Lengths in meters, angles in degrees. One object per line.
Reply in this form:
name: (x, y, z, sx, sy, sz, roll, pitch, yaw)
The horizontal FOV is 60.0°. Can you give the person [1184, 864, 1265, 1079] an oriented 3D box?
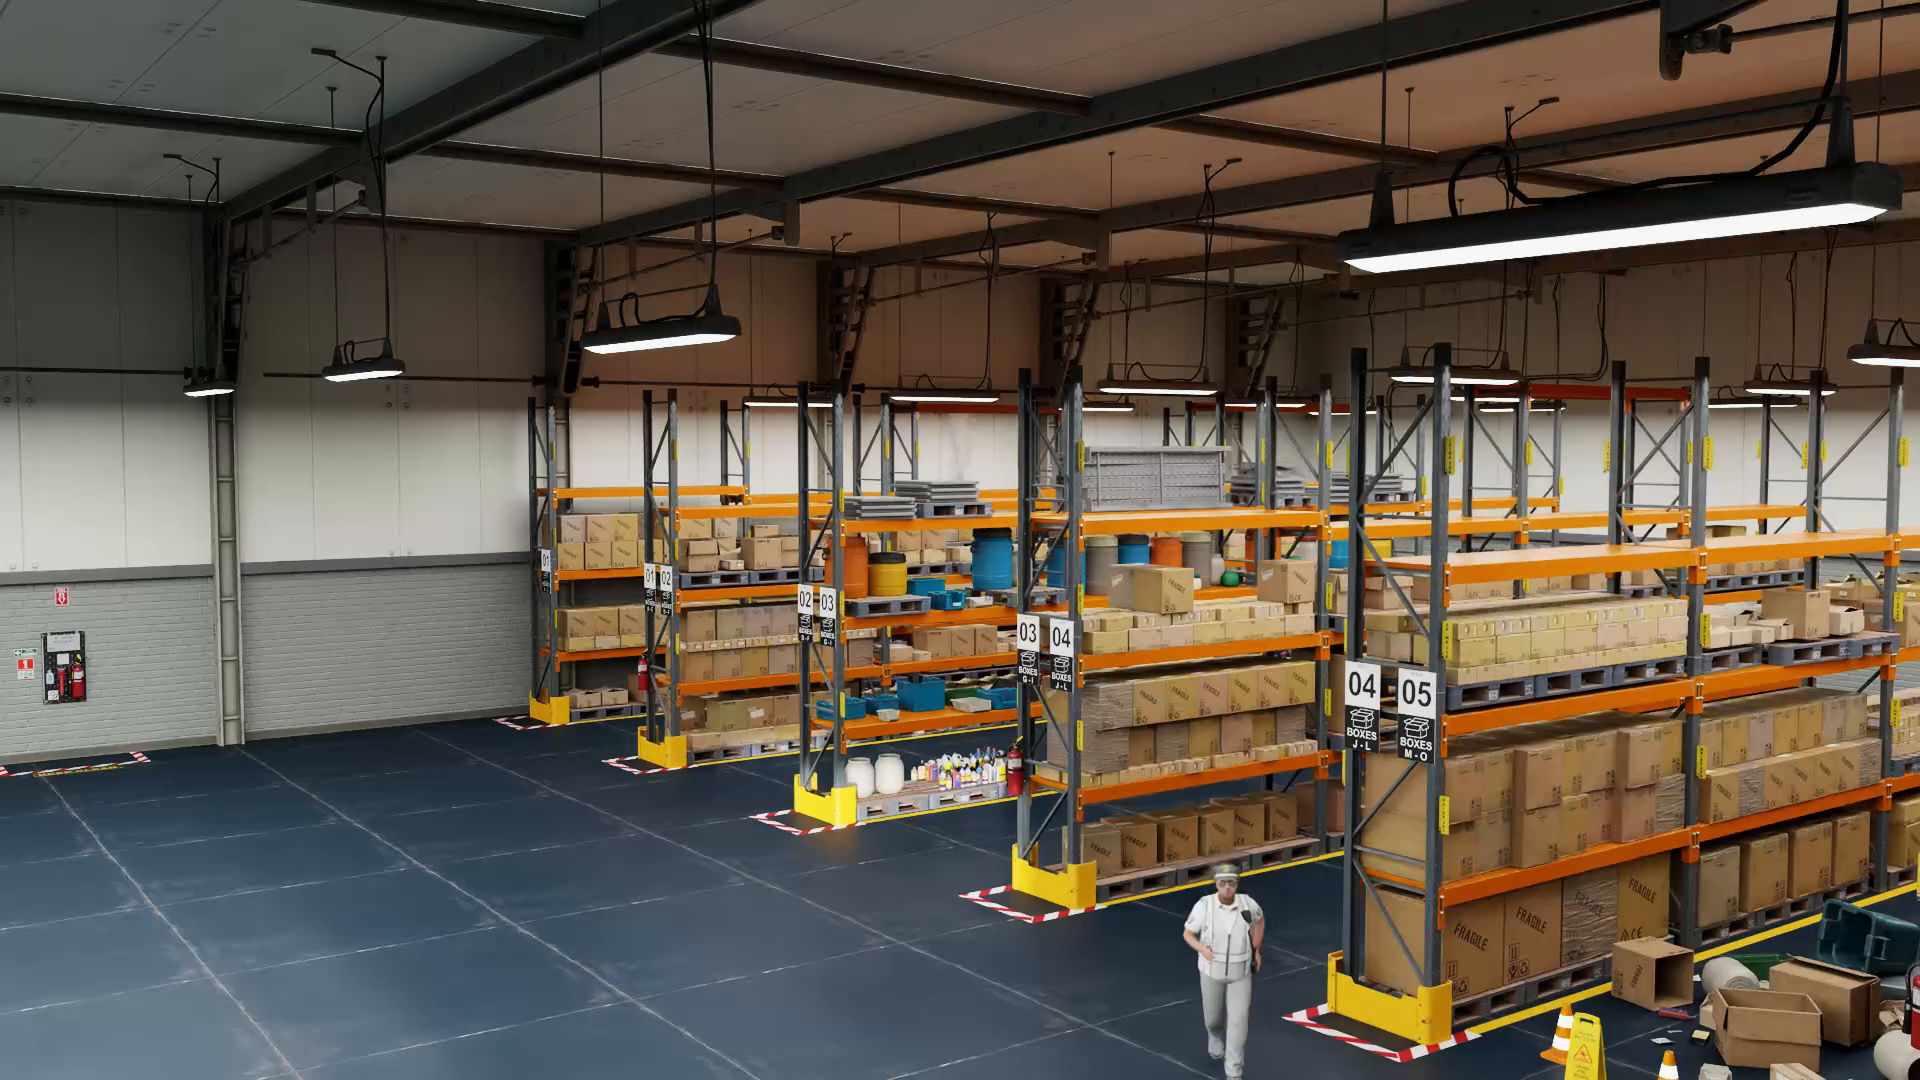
person: (2.135, 3.477, 13.404, 0.665, 1.771, 0.990, 0, 3, 6)
